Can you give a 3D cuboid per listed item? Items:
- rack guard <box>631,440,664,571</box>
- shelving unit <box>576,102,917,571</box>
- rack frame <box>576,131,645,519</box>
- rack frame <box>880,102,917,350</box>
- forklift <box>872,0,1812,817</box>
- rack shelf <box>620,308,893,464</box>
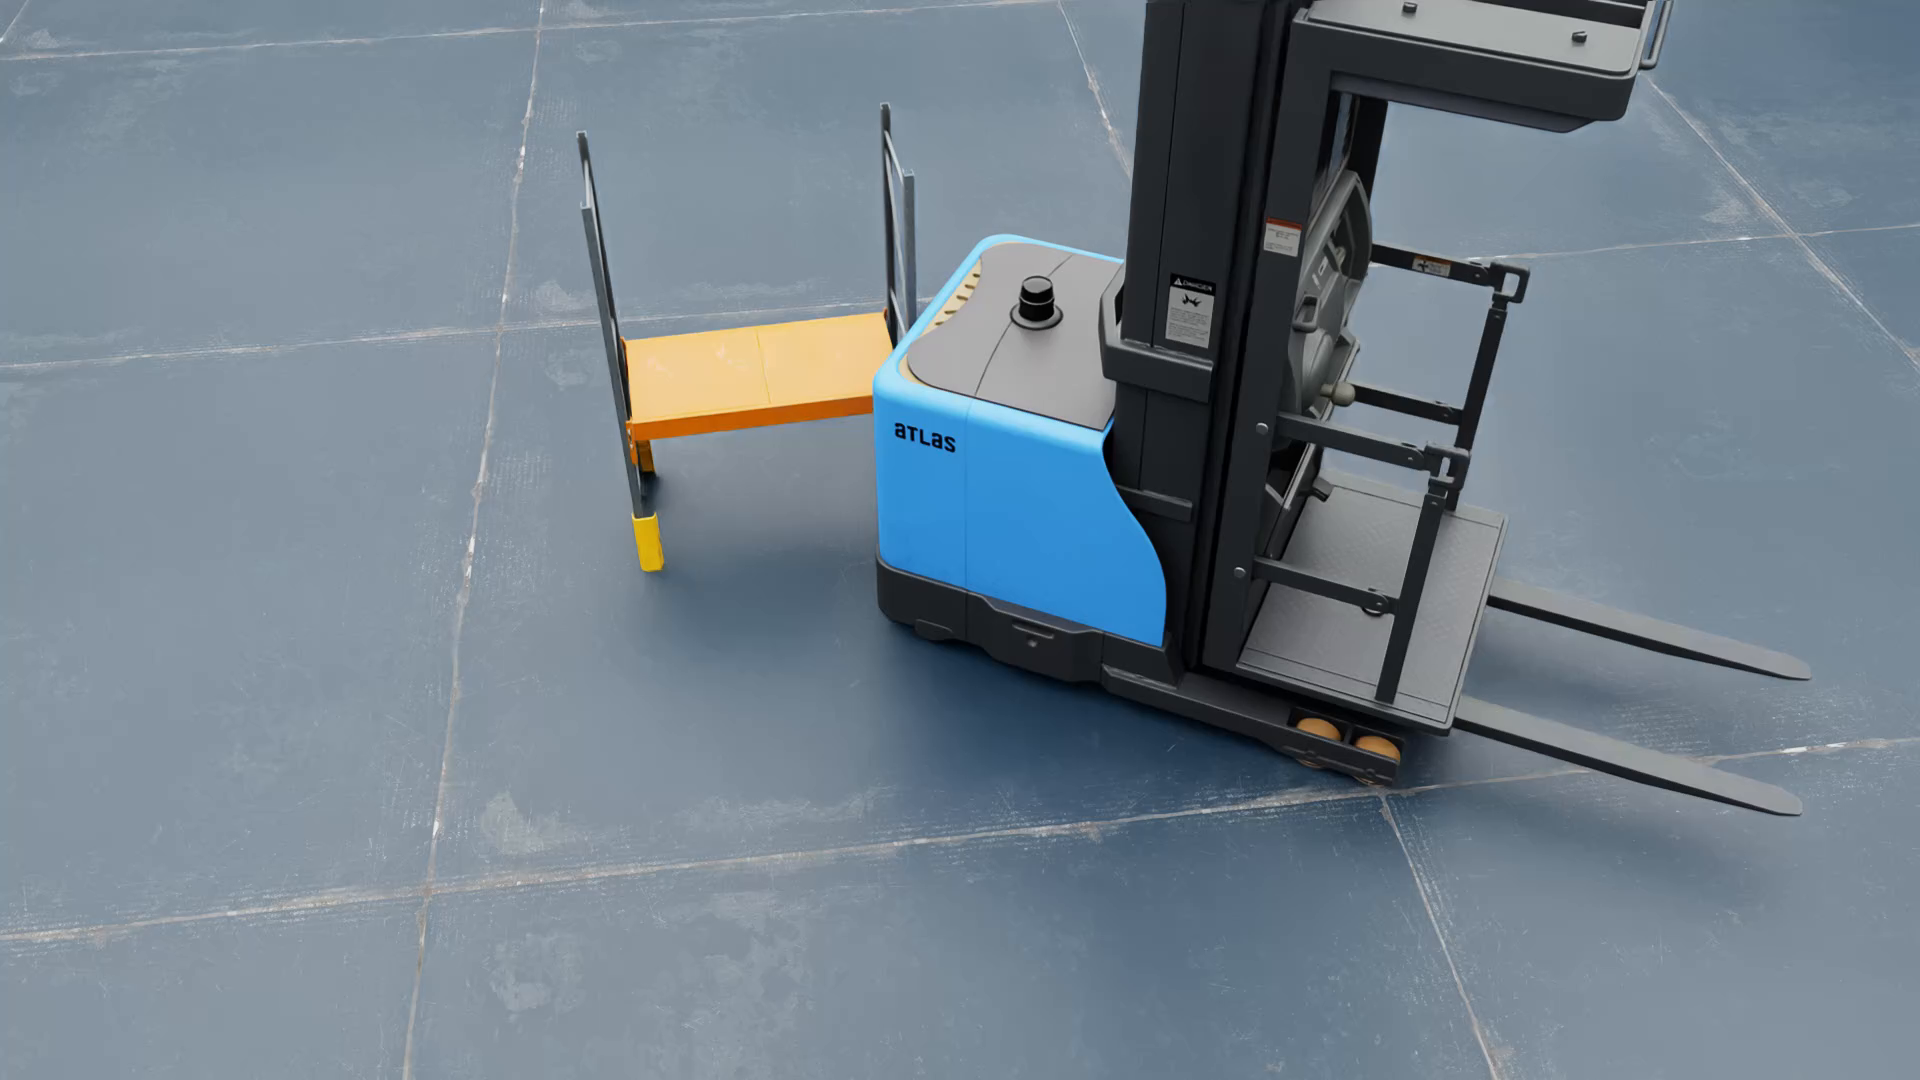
[{"bbox_3d":[-1.188,-0.174,6.256,0.087,0.250,0.587,-8,43,-8],"label":"rack guard"},{"bbox_3d":[-0.700,-0.703,5.909,1.083,1.500,0.587,-8,43,-8],"label":"shelving unit"},{"bbox_3d":[-1.207,-0.635,5.834,0.032,1.500,0.500,-8,43,-8],"label":"rack frame"},{"bbox_3d":[-0.210,-0.768,5.982,0.032,1.500,0.500,-8,43,-8],"label":"rack frame"},{"bbox_3d":[1.272,-0.702,4.839,3.031,2.935,1.130,16,44,17],"label":"forklift"},{"bbox_3d":[-0.709,-0.568,6.029,1.000,0.185,0.538,-8,43,-8],"label":"rack shelf"}]
